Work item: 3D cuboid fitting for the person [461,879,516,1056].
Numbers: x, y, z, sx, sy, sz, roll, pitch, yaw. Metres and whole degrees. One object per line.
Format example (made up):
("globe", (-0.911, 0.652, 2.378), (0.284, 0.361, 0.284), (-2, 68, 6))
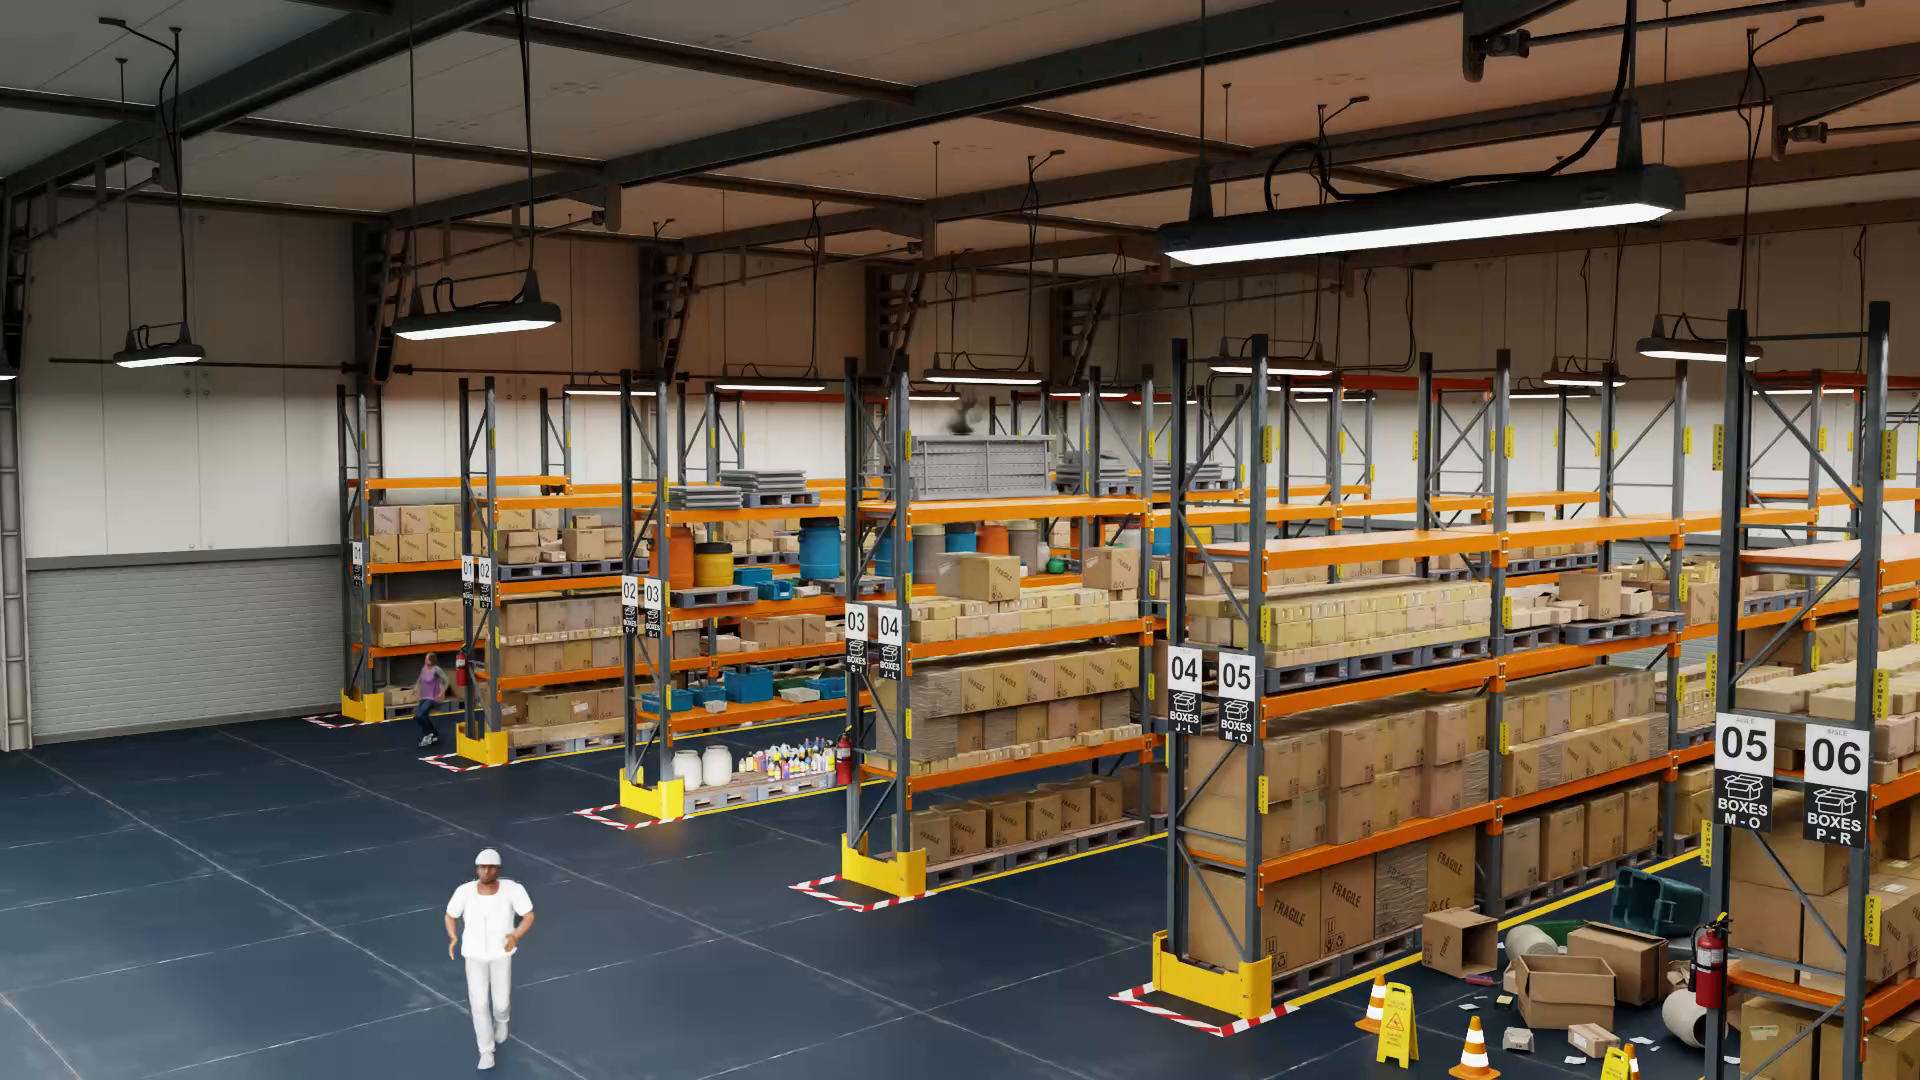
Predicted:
("person", (-3.878, 3.491, 13.711), (0.436, 1.429, 0.574), (-1, 4, -11))

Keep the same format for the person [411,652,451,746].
("person", (-8.658, 2.599, 27.167), (0.604, 1.553, 0.547), (3, 5, 35))
